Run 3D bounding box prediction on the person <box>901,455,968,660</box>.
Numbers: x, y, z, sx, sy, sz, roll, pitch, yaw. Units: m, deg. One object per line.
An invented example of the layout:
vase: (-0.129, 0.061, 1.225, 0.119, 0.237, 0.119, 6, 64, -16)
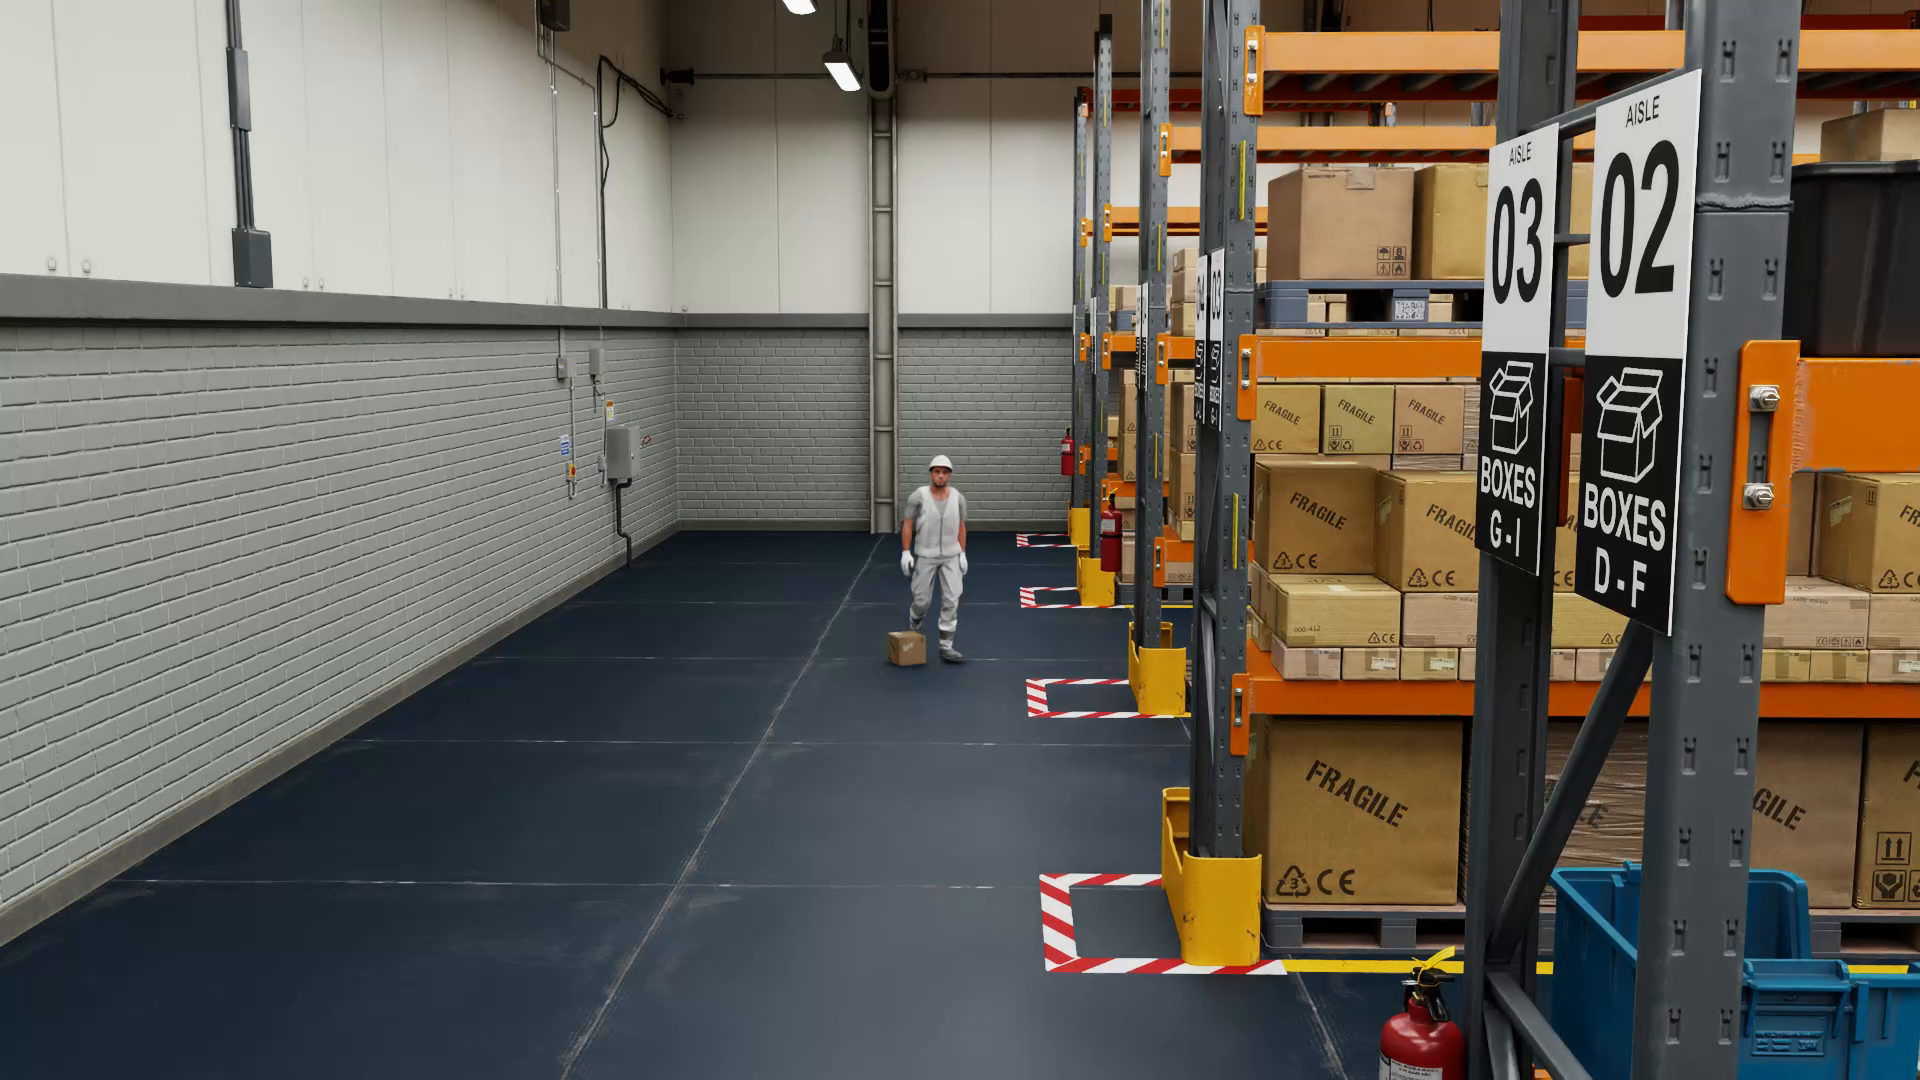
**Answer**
person: (-0.240, 0.141, 14.439, 0.610, 1.778, 0.614, -2, 7, -15)
